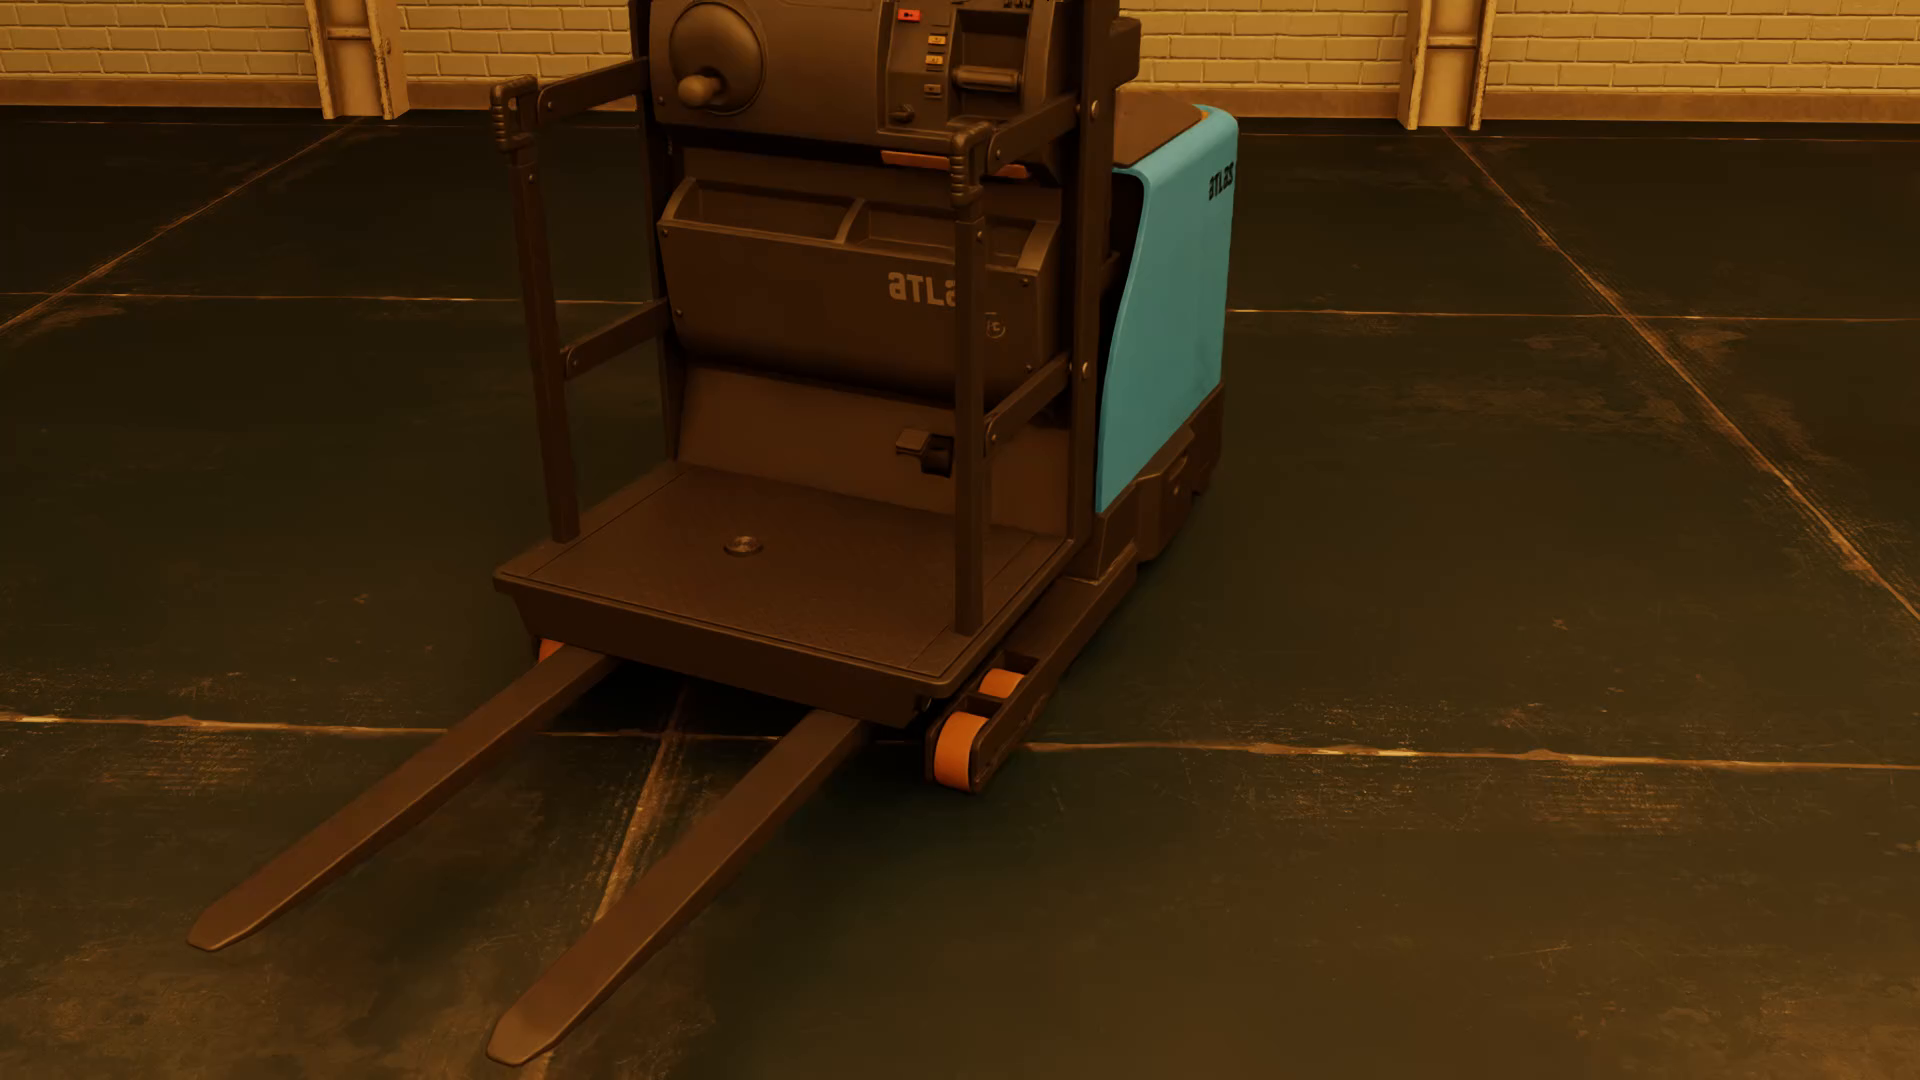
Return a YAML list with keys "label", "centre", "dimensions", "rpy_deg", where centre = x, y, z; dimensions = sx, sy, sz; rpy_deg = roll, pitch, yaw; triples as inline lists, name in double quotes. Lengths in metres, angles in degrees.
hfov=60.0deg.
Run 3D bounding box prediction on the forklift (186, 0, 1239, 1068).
- label: "forklift"
  centre: [-0.320, -1.009, 3.255]
  dimensions: [1.130, 2.935, 3.031]
  rpy_deg: [12, 29, 22]
